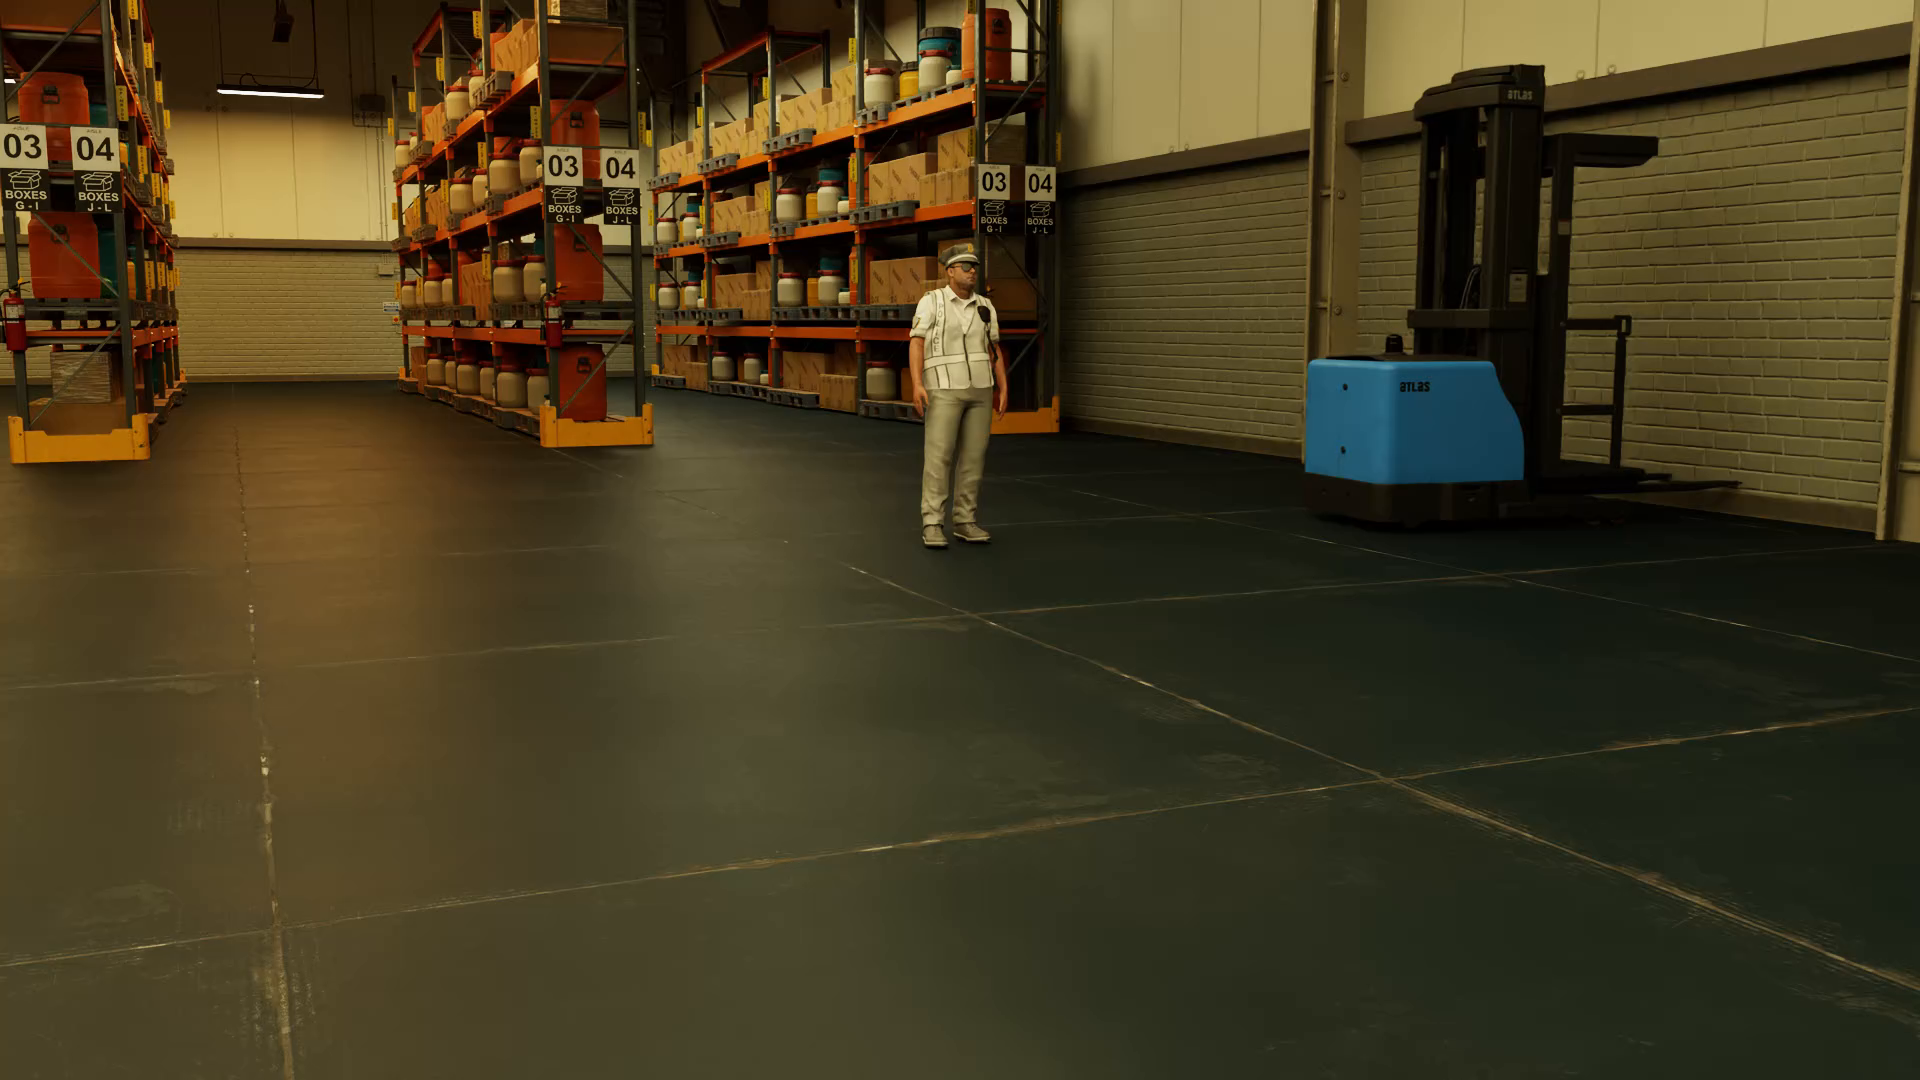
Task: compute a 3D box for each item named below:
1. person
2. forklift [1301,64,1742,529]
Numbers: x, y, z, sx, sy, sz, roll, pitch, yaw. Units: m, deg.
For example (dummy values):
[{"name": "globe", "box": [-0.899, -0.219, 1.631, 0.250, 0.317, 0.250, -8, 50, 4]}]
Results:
[{"name": "person", "box": [0.021, -0.881, 9.961, 0.641, 1.781, 0.574, -3, 8, -23]}, {"name": "forklift", "box": [3.901, -1.613, 11.173, 3.031, 2.935, 1.130, -2, 8, -18]}]
